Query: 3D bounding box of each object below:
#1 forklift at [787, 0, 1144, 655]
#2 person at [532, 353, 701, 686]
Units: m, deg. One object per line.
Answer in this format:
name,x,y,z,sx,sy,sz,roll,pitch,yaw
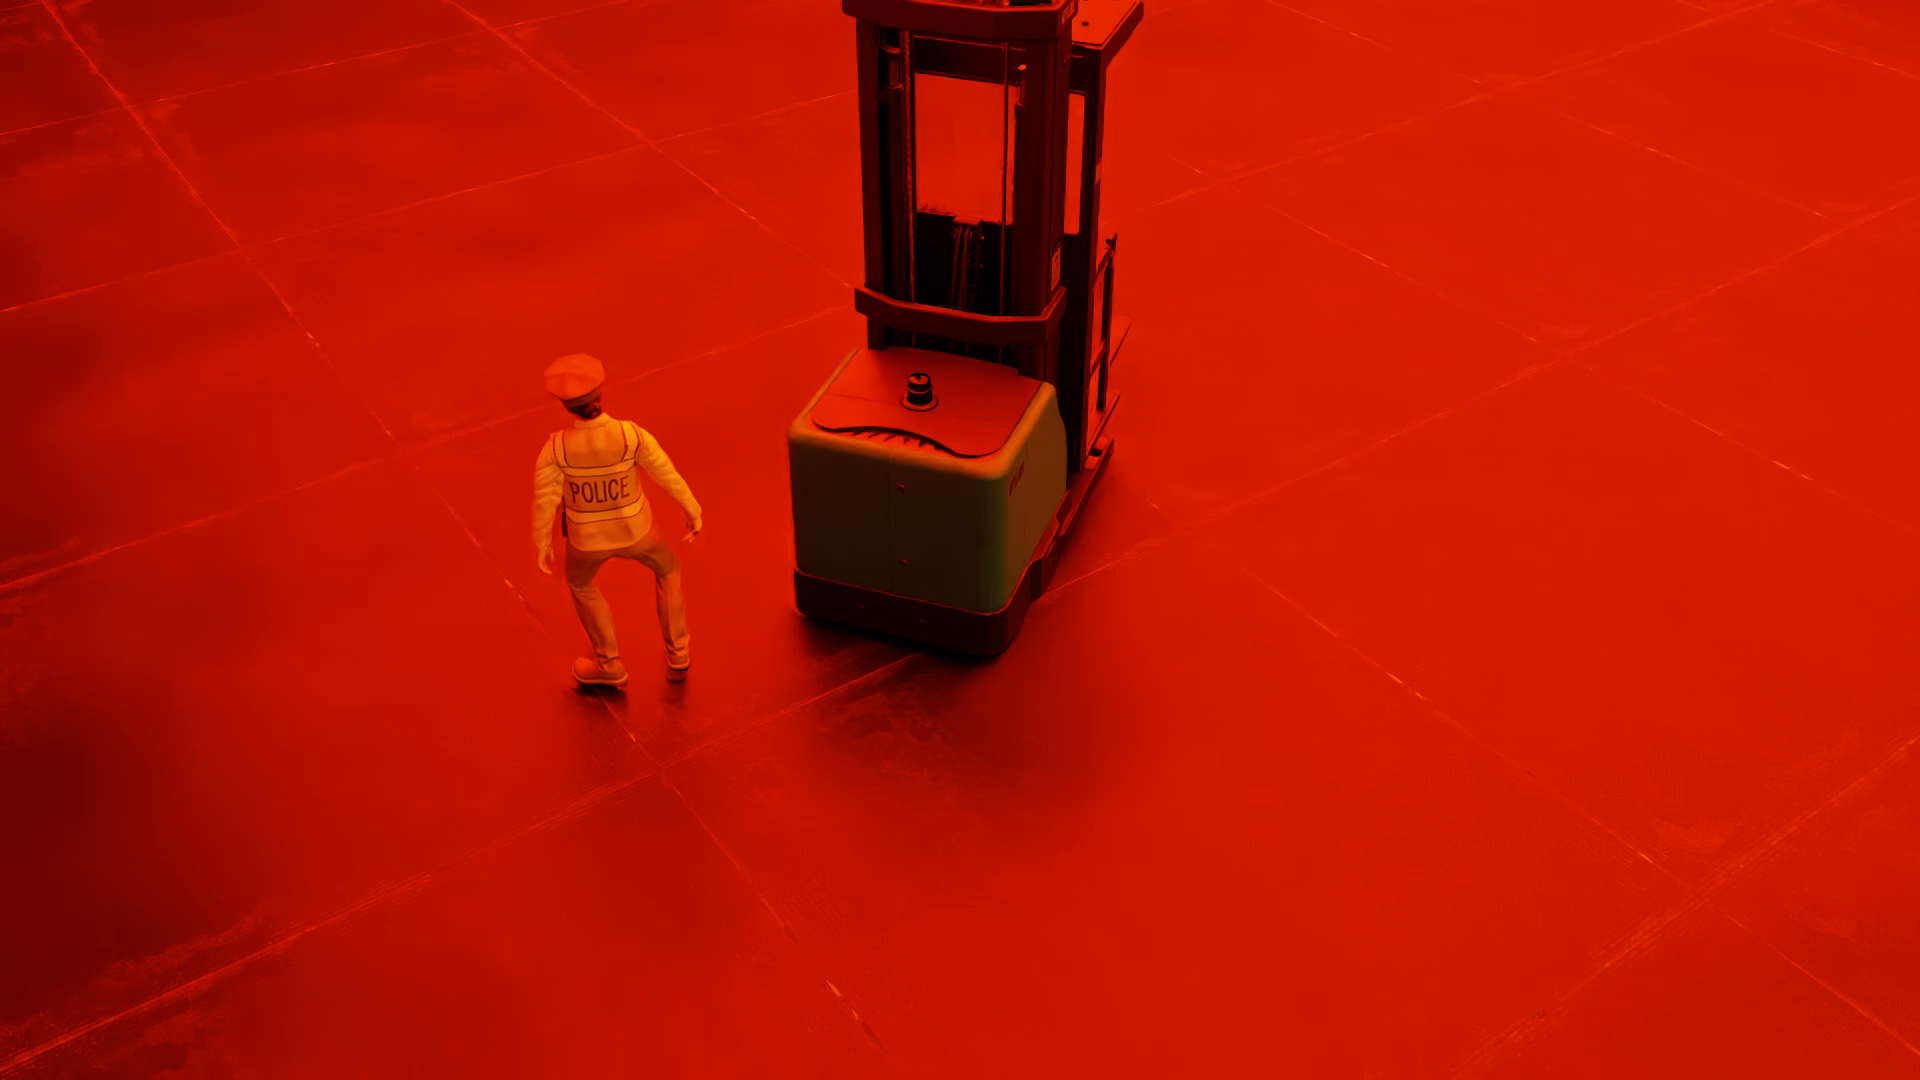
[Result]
forklift,0.189,-1.529,8.013,1.130,2.935,3.031,12,38,15
person,-1.471,-0.063,7.163,0.716,1.620,0.397,-6,37,-9
